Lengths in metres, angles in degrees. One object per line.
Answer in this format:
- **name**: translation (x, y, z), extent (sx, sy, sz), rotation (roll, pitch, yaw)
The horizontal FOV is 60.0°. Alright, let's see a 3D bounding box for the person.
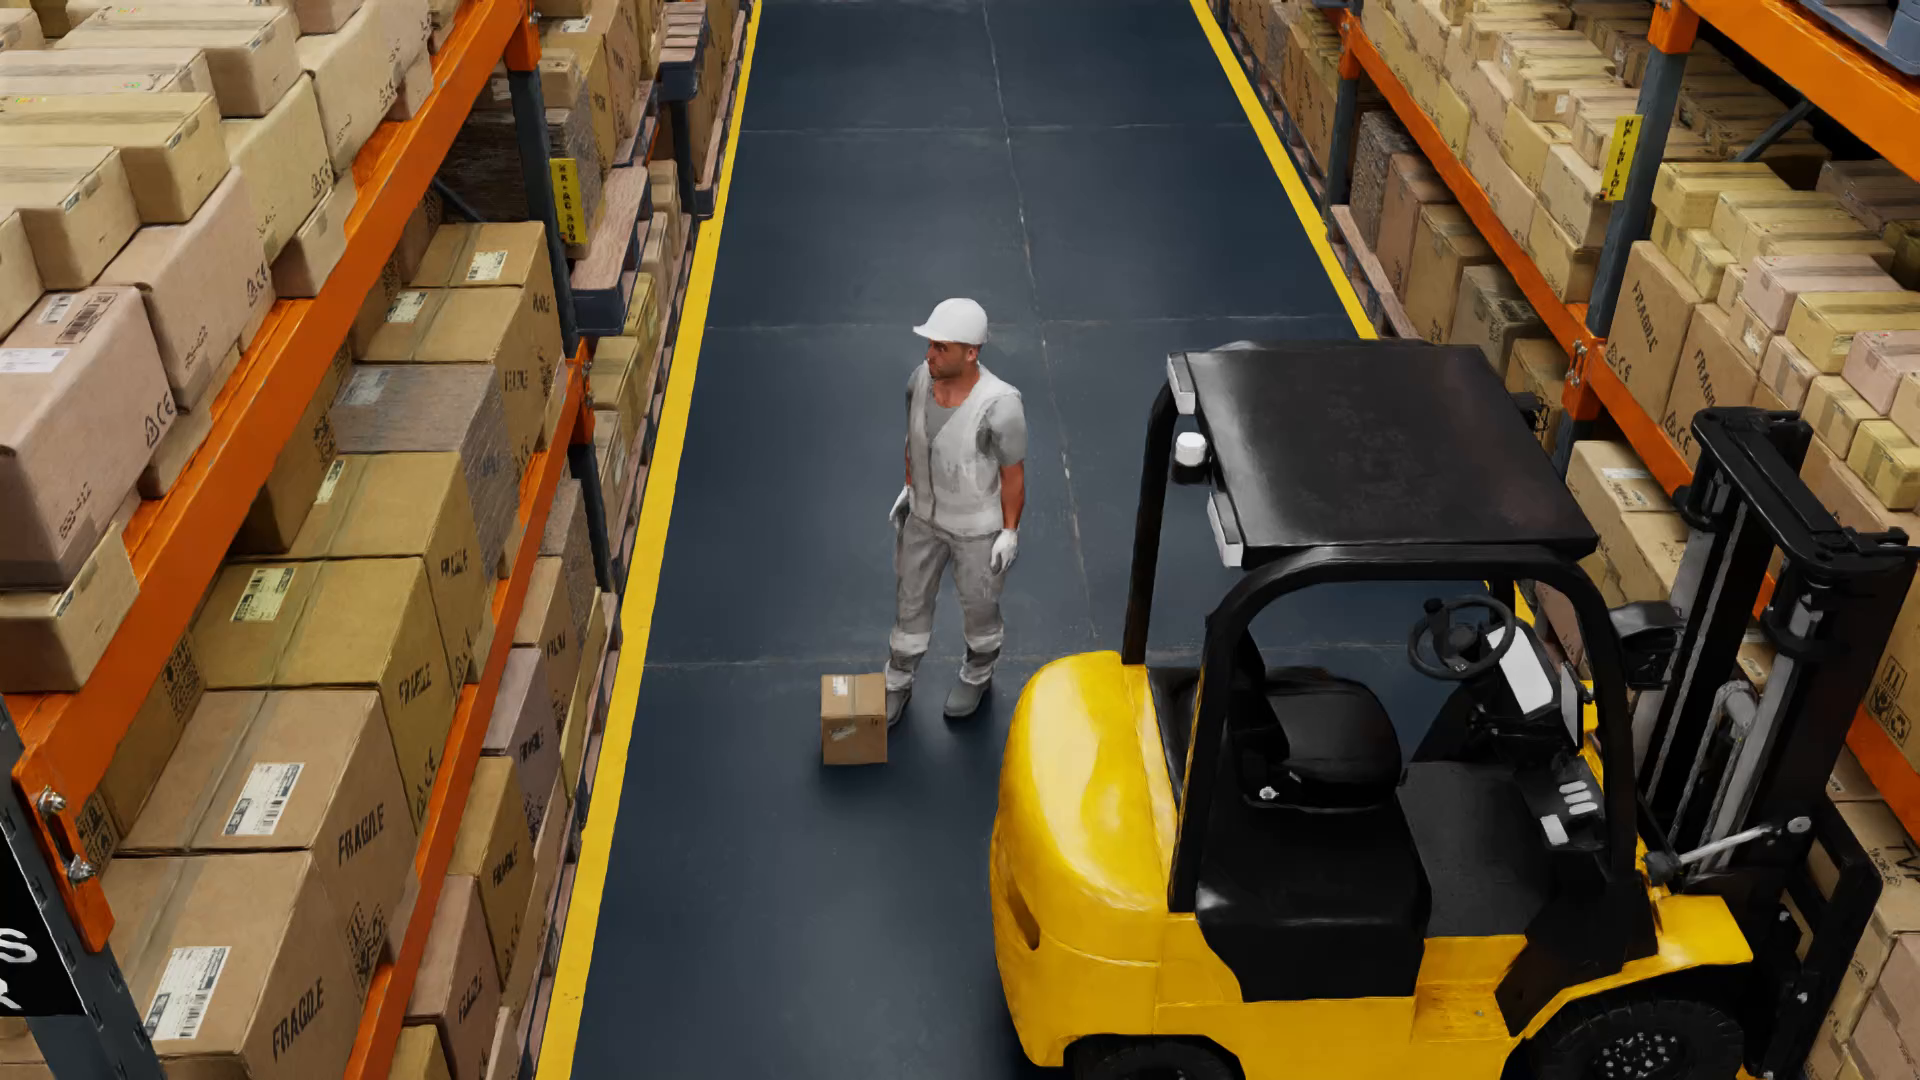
- **person**: translation (-0.077, -0.047, 6.170), extent (0.547, 1.794, 0.564), rotation (25, 42, 31)
